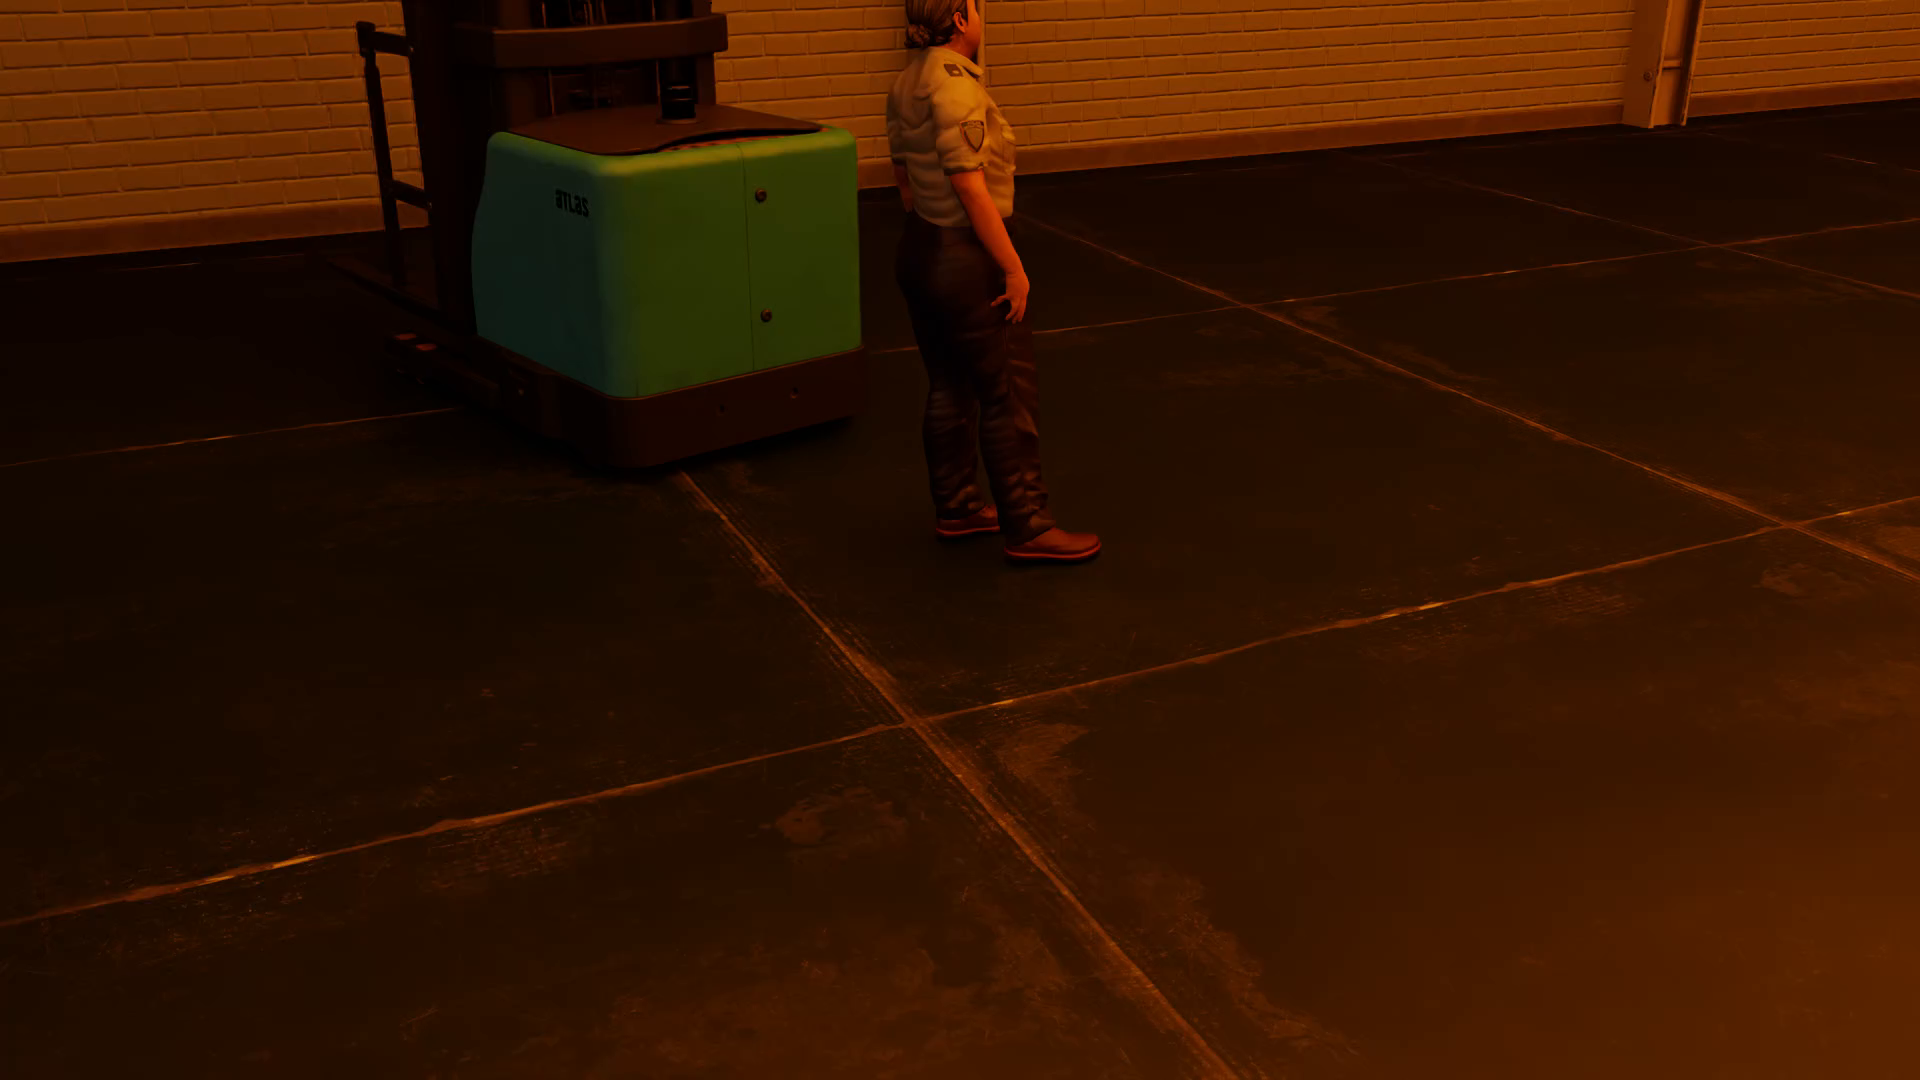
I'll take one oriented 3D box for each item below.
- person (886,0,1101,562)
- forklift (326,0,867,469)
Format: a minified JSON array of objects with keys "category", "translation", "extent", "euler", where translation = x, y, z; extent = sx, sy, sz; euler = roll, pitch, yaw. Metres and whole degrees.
[{"category":"person","translation":[0.090,-0.775,4.804],"extent":[0.503,1.650,0.599],"euler":[-10,25,-23]},{"category":"forklift","translation":[-1.676,-2.078,6.289],"extent":[1.130,2.935,3.031],"euler":[-18,29,-37]}]
